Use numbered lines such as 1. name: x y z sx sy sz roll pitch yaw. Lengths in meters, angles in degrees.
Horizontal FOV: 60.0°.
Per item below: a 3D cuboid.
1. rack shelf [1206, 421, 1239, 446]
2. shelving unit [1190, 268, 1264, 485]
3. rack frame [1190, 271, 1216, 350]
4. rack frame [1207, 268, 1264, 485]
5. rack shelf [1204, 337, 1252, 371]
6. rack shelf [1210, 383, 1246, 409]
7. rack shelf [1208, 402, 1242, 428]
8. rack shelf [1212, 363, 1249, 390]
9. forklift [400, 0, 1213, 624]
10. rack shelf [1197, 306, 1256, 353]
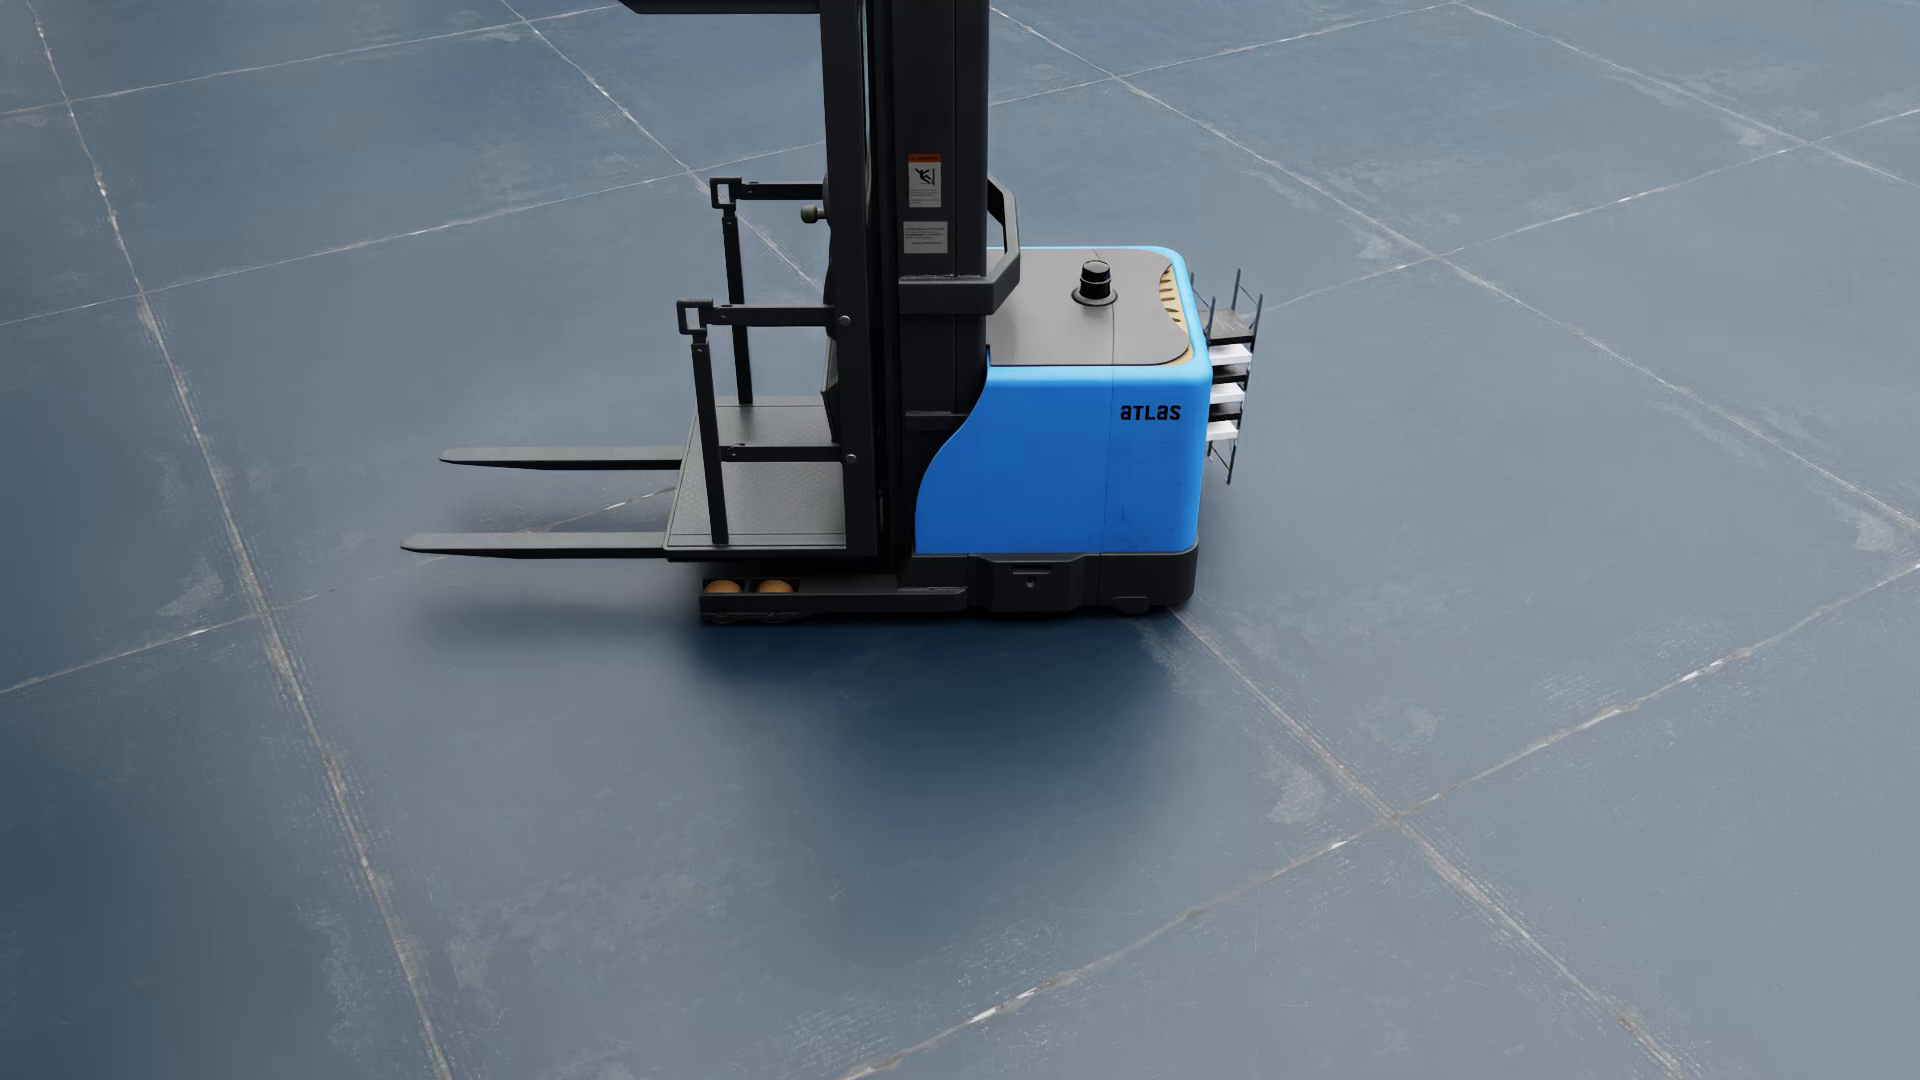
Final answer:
1. rack shelf: 1.028 -0.483 7.000 0.200 0.077 0.258 -7 37 -15
2. shelving unit: 1.039 -0.657 6.877 0.210 0.900 0.258 -7 37 -15
3. rack frame: 0.942 -0.645 6.851 0.006 0.900 0.240 -7 37 -15
4. rack frame: 1.137 -0.668 6.903 0.006 0.900 0.240 -7 37 -15
5. rack shelf: 1.047 -0.776 6.793 0.200 0.077 0.258 -7 37 -15
6. rack shelf: 1.037 -0.630 6.896 0.200 0.077 0.258 -7 37 -15
7. rack shelf: 1.033 -0.556 6.948 0.200 0.077 0.258 -7 37 -15
8. rack shelf: 1.042 -0.703 6.844 0.200 0.077 0.258 -7 37 -15
9. forklift: -0.622 -1.180 5.881 3.031 2.935 1.130 0 36 0
10. rack shelf: 1.052 -0.850 6.741 0.200 0.077 0.258 -7 37 -15
